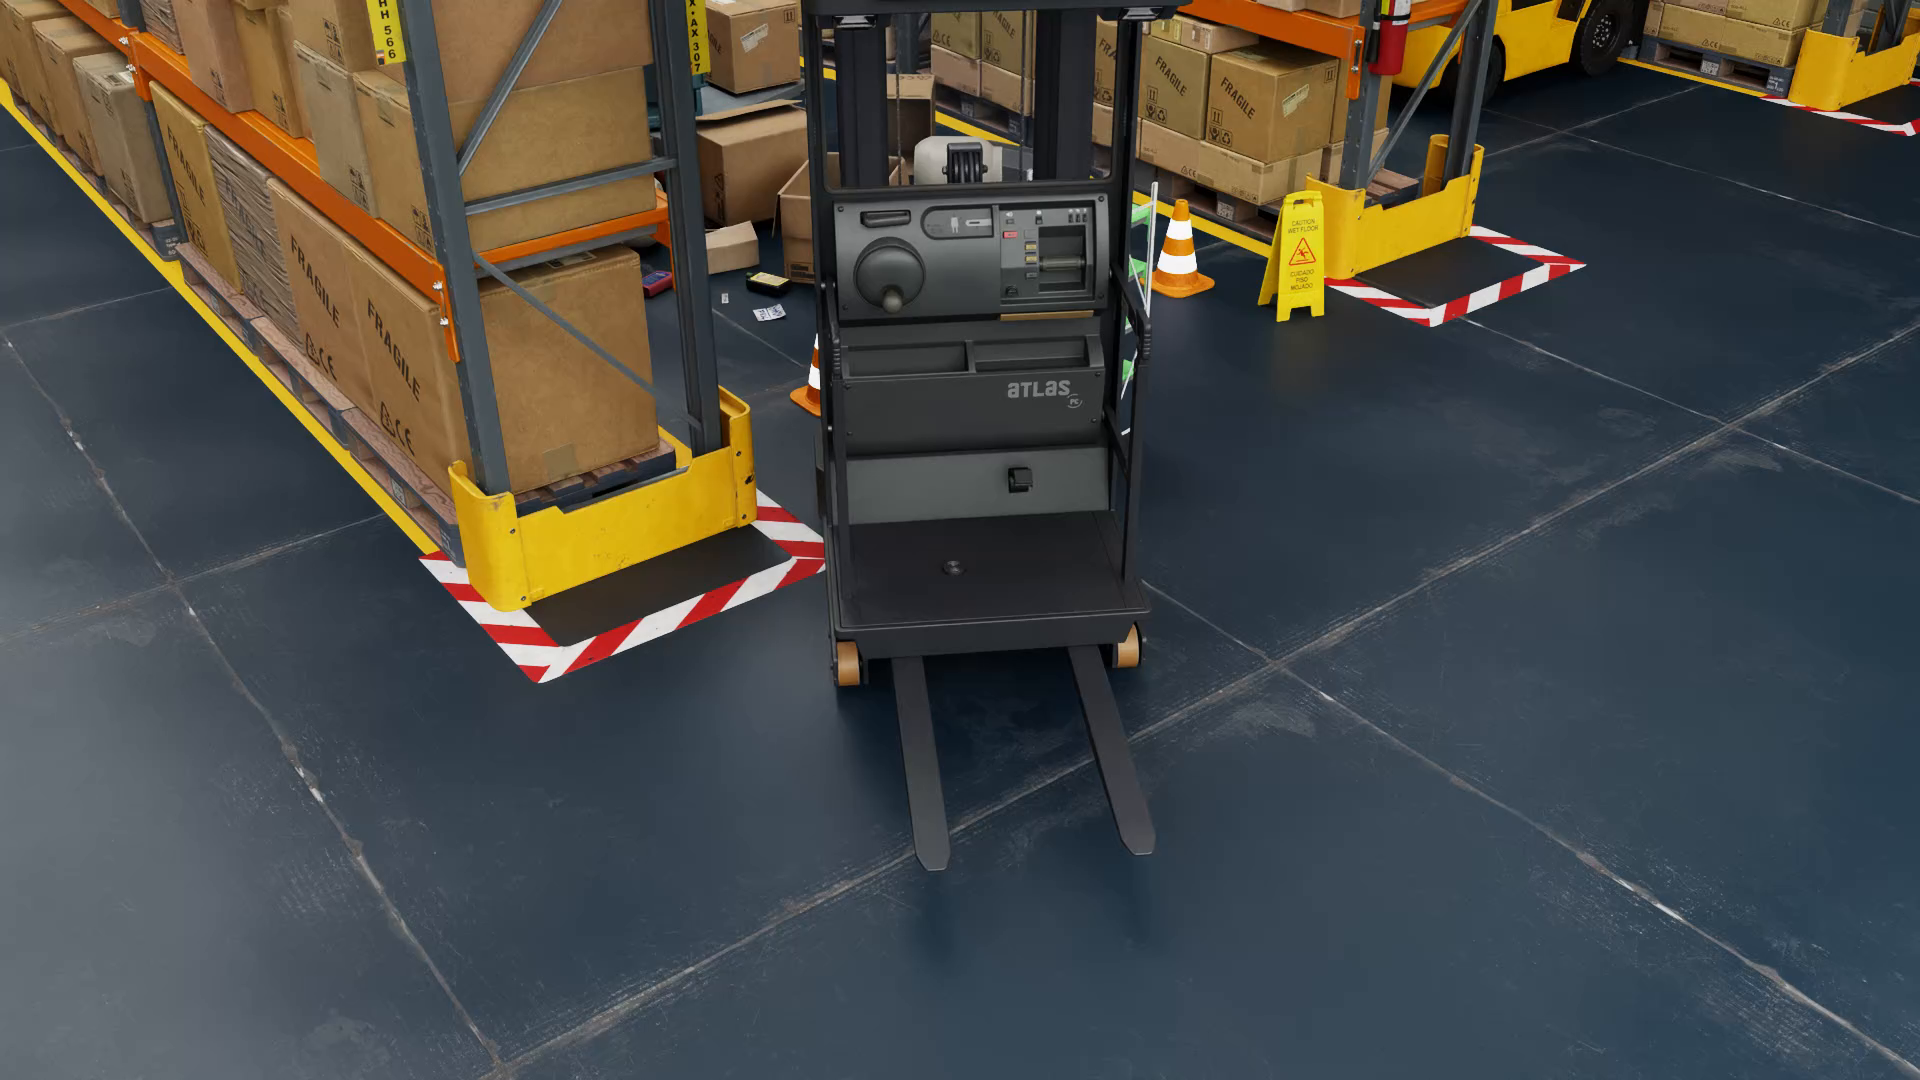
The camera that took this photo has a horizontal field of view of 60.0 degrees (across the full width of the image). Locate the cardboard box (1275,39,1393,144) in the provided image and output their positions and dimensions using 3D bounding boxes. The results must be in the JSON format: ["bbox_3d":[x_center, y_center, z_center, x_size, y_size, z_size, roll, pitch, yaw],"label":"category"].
[{"bbox_3d":[2.163,-2.666,9.696,0.500,0.500,0.500,-24,39,-33],"label":"cardboard box"}]

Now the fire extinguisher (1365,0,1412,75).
[{"bbox_3d":[2.160,-2.672,8.282,0.296,0.674,0.183,-22,38,-31],"label":"fire extinguisher"}]

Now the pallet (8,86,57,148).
[{"bbox_3d":[-5.876,-3.054,11.468,1.003,0.211,1.213,-22,38,-31],"label":"pallet"}]

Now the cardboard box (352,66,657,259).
[{"bbox_3d":[-1.658,-1.461,6.118,0.875,0.550,0.550,-22,38,-31],"label":"cardboard box"}]

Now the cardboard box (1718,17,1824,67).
[{"bbox_3d":[5.835,-3.613,11.932,0.500,0.250,0.500,-22,38,-31],"label":"cardboard box"}]

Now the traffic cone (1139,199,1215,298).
[{"bbox_3d":[1.171,-1.585,8.864,0.336,0.463,0.334,-22,38,-31],"label":"traffic cone"}]

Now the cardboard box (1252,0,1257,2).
[{"bbox_3d":[1.672,-3.065,9.079,0.380,0.149,0.250,-23,39,-32],"label":"cardboard box"}]

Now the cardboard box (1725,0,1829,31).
[{"bbox_3d":[5.827,-3.833,11.813,0.500,0.250,0.500,-23,38,-32],"label":"cardboard box"}]

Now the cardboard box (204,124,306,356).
[{"bbox_3d":[-2.961,-1.541,8.004,0.875,0.875,0.875,-22,38,-31],"label":"cardboard box"}]

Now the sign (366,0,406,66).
[{"bbox_3d":[-1.831,-1.680,5.291,0.100,0.325,0.005,-22,38,-31],"label":"sign"}]

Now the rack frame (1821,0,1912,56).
[{"bbox_3d":[6.372,-4.509,11.166,1.000,3.000,0.127,-22,38,-31],"label":"rack frame"}]

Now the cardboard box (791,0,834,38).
[{"bbox_3d":[-0.766,-4.147,12.676,0.950,0.372,0.625,-20,37,-29],"label":"cardboard box"}]

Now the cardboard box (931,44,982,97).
[{"bbox_3d":[0.149,-3.245,11.340,0.500,0.250,0.500,-24,39,-33],"label":"cardboard box"}]

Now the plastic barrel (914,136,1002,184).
[{"bbox_3d":[-0.009,-2.178,9.855,0.512,0.421,0.421,1,32,2],"label":"plastic barrel"}]

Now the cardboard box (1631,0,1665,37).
[{"bbox_3d":[5.238,-4.034,12.611,0.500,0.250,0.500,-22,38,-31],"label":"cardboard box"}]

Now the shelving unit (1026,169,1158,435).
[{"bbox_3d":[0.546,-1.001,7.224,0.503,1.200,0.258,25,40,34],"label":"shelving unit"}]

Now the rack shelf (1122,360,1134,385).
[{"bbox_3d":[0.546,-0.743,7.384,0.480,0.148,0.258,25,40,34],"label":"rack shelf"}]

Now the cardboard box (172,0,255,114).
[{"bbox_3d":[-3.018,-2.353,7.554,0.875,0.550,0.550,-22,38,-31],"label":"cardboard box"}]

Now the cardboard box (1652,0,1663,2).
[{"bbox_3d":[5.195,-4.254,12.491,0.500,0.250,0.500,-23,39,-32],"label":"cardboard box"}]

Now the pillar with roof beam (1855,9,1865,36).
[{"bbox_3d":[3.257,-6.246,8.278,9.100,9.000,0.400,-22,38,-31],"label":"pillar with roof beam"}]

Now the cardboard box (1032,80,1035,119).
[{"bbox_3d":[0.813,-2.806,10.634,0.500,0.250,0.500,-23,38,-32],"label":"cardboard box"}]

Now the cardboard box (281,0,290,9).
[{"bbox_3d":[-2.238,-2.424,6.644,0.875,0.550,0.550,-22,38,-31],"label":"cardboard box"}]

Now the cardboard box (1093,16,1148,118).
[{"bbox_3d":[1.130,-2.909,10.088,0.500,0.500,0.500,-23,39,-32],"label":"cardboard box"}]

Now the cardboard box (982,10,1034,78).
[{"bbox_3d":[0.487,-3.345,10.790,0.500,0.500,0.500,-21,37,-30],"label":"cardboard box"}]

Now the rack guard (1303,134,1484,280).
[{"bbox_3d":[2.407,-1.871,9.289,1.175,0.500,0.348,-22,38,-31],"label":"rack guard"}]

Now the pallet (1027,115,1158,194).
[{"bbox_3d":[1.193,-2.606,10.747,1.003,0.211,1.213,-22,38,-31],"label":"pallet"}]

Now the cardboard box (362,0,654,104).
[{"bbox_3d":[-1.591,-1.947,5.877,0.875,0.550,0.550,-22,38,-31],"label":"cardboard box"}]

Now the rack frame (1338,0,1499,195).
[{"bbox_3d":[2.454,-2.901,8.578,1.000,3.000,0.127,-22,38,-31],"label":"rack frame"}]

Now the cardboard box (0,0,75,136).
[{"bbox_3d":[-5.459,-3.168,10.742,1.050,0.750,0.750,-22,38,-31],"label":"cardboard box"}]

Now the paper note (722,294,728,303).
[{"bbox_3d":[-1.244,-1.279,8.800,0.032,0.001,0.123,-4,32,-7],"label":"paper note"}]

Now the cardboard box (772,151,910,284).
[{"bbox_3d":[-0.623,-1.754,9.097,0.637,0.503,0.797,6,32,10],"label":"cardboard box"}]

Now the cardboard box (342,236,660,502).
[{"bbox_3d":[-1.862,-0.795,6.802,0.875,0.875,0.875,-22,38,-31],"label":"cardboard box"}]

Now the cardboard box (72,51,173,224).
[{"bbox_3d":[-4.299,-2.377,9.468,1.050,0.750,0.750,-22,38,-32],"label":"cardboard box"}]

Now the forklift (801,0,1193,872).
[{"bbox_3d":[0.068,-0.916,5.447,1.130,2.935,3.031,-3,32,-5],"label":"forklift"}]

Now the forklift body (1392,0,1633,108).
[{"bbox_3d":[3.768,-4.348,11.712,2.313,2.155,1.214,-22,38,-31],"label":"forklift body"}]

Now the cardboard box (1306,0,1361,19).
[{"bbox_3d":[2.055,-2.881,8.784,0.380,0.149,0.250,-21,37,-30],"label":"cardboard box"}]

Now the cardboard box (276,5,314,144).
[{"bbox_3d":[-2.256,-1.958,6.917,0.875,0.550,0.550,-22,38,-31],"label":"cardboard box"}]

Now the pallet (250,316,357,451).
[{"bbox_3d":[-2.690,-0.889,7.981,1.003,0.211,1.213,-22,38,-31],"label":"pallet"}]

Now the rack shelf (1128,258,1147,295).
[{"bbox_3d":[0.546,-1.150,7.131,0.480,0.148,0.258,25,40,34],"label":"rack shelf"}]

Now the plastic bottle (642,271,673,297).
[{"bbox_3d":[-1.619,-1.386,8.924,0.133,0.061,0.283,18,36,27],"label":"plastic bottle"}]

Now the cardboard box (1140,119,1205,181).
[{"bbox_3d":[1.434,-2.380,9.947,0.500,0.250,0.500,-22,38,-31],"label":"cardboard box"}]

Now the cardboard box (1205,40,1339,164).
[{"bbox_3d":[1.757,-2.480,9.397,0.500,0.500,0.500,-22,38,-31],"label":"cardboard box"}]

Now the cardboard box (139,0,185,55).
[{"bbox_3d":[-3.612,-2.839,8.335,0.875,0.550,0.550,-22,38,-31],"label":"cardboard box"}]

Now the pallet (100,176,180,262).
[{"bbox_3d":[-4.380,-2.037,9.830,1.003,0.211,1.213,-22,38,-31],"label":"pallet"}]

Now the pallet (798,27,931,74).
[{"bbox_3d":[-0.478,-3.708,12.520,1.003,0.211,1.213,-22,38,-31],"label":"pallet"}]

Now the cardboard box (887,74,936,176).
[{"bbox_3d":[-0.417,-2.621,10.493,0.500,0.500,0.500,1,32,2],"label":"cardboard box"}]

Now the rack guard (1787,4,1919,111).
[{"bbox_3d":[6.387,-3.437,11.810,1.175,0.500,0.348,-22,38,-31],"label":"rack guard"}]

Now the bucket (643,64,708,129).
[{"bbox_3d":[-1.943,-2.869,10.188,0.726,0.611,0.620,-10,23,-15],"label":"bucket"}]

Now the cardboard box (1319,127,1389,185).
[{"bbox_3d":[2.178,-2.337,9.878,0.500,0.250,0.500,-23,38,-32],"label":"cardboard box"}]

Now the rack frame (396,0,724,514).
[{"bbox_3d":[-1.394,-1.258,5.932,1.000,3.000,0.127,-22,38,-31],"label":"rack frame"}]

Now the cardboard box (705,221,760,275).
[{"bbox_3d":[-1.338,-1.643,9.143,0.396,0.266,0.258,-16,35,-23],"label":"cardboard box"}]

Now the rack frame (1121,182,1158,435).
[{"bbox_3d":[0.730,-0.916,7.087,0.015,1.200,0.240,25,40,34],"label":"rack frame"}]

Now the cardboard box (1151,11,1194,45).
[{"bbox_3d":[1.327,-2.992,9.607,0.380,0.149,0.250,-22,38,-31],"label":"cardboard box"}]

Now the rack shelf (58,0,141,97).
[{"bbox_3d":[-5.074,-3.453,10.148,1.077,0.370,4.000,-22,38,-31],"label":"rack shelf"}]

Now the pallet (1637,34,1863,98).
[{"bbox_3d":[5.870,-3.629,12.393,1.003,0.211,1.213,-22,38,-31],"label":"pallet"}]
